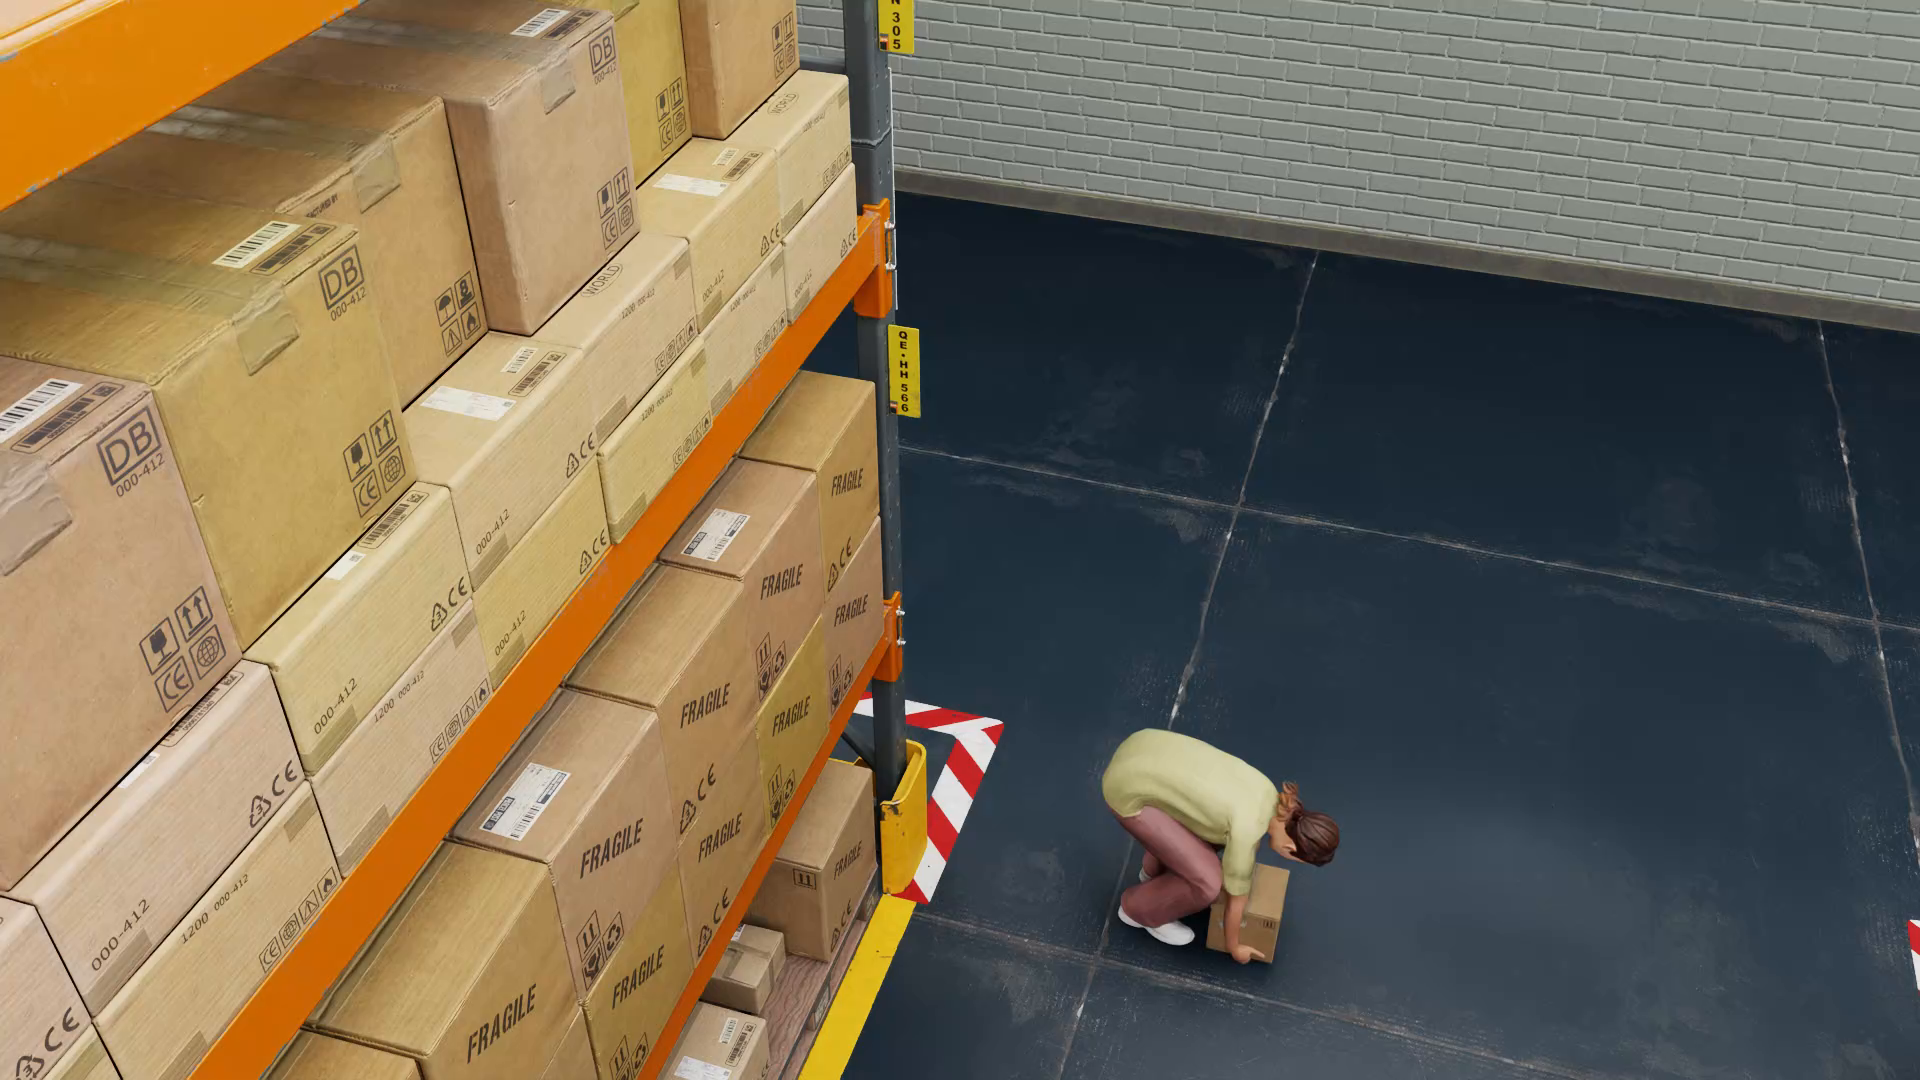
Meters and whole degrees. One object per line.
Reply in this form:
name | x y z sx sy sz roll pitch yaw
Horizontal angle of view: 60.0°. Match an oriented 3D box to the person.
person | 0.940 1.122 6.114 0.858 0.837 0.476 14 39 18
